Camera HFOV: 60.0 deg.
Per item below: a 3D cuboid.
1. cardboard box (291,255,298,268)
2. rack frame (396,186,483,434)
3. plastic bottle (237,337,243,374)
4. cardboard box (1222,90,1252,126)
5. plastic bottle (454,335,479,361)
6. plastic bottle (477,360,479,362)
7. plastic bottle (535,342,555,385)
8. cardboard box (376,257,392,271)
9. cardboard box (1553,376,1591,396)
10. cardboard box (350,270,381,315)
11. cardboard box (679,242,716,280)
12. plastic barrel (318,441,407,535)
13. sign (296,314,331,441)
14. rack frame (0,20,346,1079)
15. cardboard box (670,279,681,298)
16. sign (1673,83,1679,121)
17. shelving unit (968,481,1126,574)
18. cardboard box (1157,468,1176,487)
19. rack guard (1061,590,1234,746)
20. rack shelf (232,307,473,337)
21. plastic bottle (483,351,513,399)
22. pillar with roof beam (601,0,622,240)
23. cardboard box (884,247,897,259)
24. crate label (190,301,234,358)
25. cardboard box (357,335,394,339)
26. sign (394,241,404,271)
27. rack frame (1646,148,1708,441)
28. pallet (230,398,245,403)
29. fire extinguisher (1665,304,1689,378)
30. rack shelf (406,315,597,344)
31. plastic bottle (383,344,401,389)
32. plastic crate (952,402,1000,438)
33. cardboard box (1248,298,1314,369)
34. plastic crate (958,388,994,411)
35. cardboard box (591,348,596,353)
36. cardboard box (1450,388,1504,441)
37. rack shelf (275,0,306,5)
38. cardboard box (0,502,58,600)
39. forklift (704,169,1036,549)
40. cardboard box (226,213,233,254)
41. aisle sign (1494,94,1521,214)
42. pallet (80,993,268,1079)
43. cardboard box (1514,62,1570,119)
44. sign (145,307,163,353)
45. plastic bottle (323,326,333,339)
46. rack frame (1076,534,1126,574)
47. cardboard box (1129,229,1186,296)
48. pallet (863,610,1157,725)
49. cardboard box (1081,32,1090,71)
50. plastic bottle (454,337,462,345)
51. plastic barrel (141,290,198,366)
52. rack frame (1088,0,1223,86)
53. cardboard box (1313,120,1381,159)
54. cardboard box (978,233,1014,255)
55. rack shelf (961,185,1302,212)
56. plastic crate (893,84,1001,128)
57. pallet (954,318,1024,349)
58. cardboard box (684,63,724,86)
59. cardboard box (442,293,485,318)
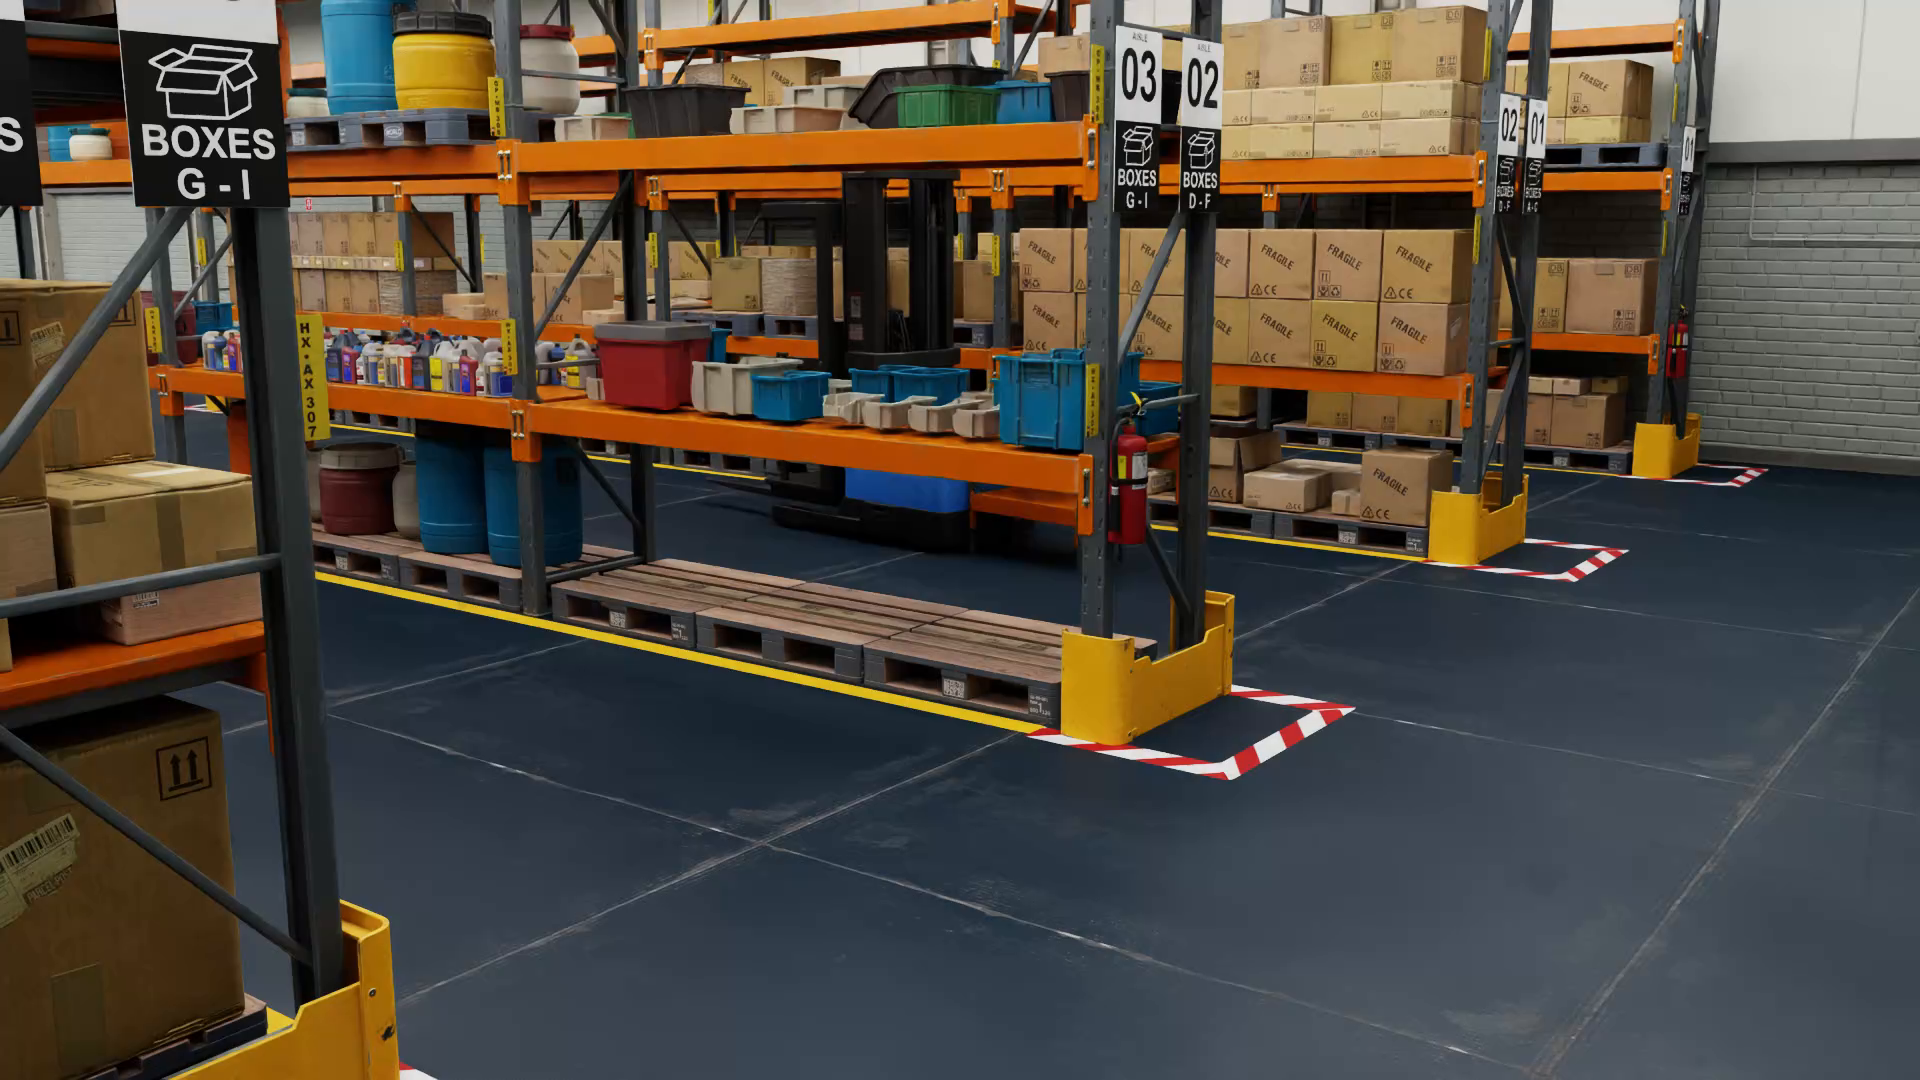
[{"bbox_3d":[-7.828,-3.334,19.895,0.250,0.149,0.380,8,13,35],"label":"cardboard box"},{"bbox_3d":[-5.832,-2.738,18.787,0.127,3.000,1.000,8,13,36],"label":"rack frame"},{"bbox_3d":[-5.012,-1.320,11.781,0.135,0.276,0.152,8,13,36],"label":"plastic bottle"},{"bbox_3d":[2.065,-3.221,12.461,0.500,0.250,0.500,8,13,36],"label":"cardboard box"},{"bbox_3d":[-3.168,-1.132,10.614,0.185,0.351,0.144,8,13,36],"label":"plastic bottle"},{"bbox_3d":[-3.063,-1.041,10.534,0.097,0.201,0.097,0,11,0],"label":"plastic bottle"},{"bbox_3d":[-2.761,-1.172,11.015,0.135,0.276,0.152,8,13,36],"label":"plastic bottle"},{"bbox_3d":[-6.376,-3.132,18.850,0.250,0.149,0.380,8,13,34],"label":"cardboard box"},{"bbox_3d":[5.935,-1.495,16.130,0.250,0.149,0.380,8,13,35],"label":"cardboard box"},{"bbox_3d":[-6.622,-2.895,19.332,0.500,0.500,0.700,8,13,35],"label":"cardboard box"},{"bbox_3d":[-3.467,-3.807,22.680,0.500,0.500,0.500,8,13,35],"label":"cardboard box"},{"bbox_3d":[-4.228,-0.374,11.807,0.708,0.588,0.600,8,13,36],"label":"plastic barrel"},{"bbox_3d":[-1.693,-0.421,4.322,0.005,0.325,0.100,8,13,36],"label":"sign"},{"bbox_3d":[-2.026,0.127,3.976,0.127,3.000,1.000,8,13,36],"label":"rack frame"},{"bbox_3d":[-3.860,-3.497,23.053,0.500,0.250,0.500,8,14,36],"label":"cardboard box"},{"bbox_3d":[6.437,-3.935,14.953,0.005,0.325,0.100,8,13,36],"label":"sign"},{"bbox_3d":[0.611,-0.425,11.763,1.048,1.125,0.538,10,15,43],"label":"shelving unit"},{"bbox_3d":[1.848,-0.630,13.809,0.500,0.311,0.500,8,13,36],"label":"cardboard box"},{"bbox_3d":[0.932,0.597,8.130,0.348,0.500,1.175,8,13,36],"label":"rack guard"},{"bbox_3d":[-7.444,-2.610,20.018,4.000,0.370,1.077,8,13,36],"label":"rack shelf"},{"bbox_3d":[-2.828,-1.015,10.205,0.135,0.276,0.152,8,13,36],"label":"plastic bottle"},{"bbox_3d":[-7.599,-6.287,21.335,0.400,9.000,9.100,8,13,36],"label":"pillar with roof beam"},{"bbox_3d":[-1.081,-3.501,21.305,0.500,0.500,0.700,8,13,36],"label":"cardboard box"},{"bbox_3d":[-6.183,-1.701,13.333,0.616,0.435,0.502,8,13,36],"label":"crate label"},{"bbox_3d":[-7.230,-2.231,20.324,0.500,0.500,0.500,8,13,36],"label":"cardboard box"},{"bbox_3d":[-6.159,-3.117,18.257,0.005,0.325,0.100,8,13,36],"label":"sign"},{"bbox_3d":[6.769,-2.148,15.736,0.127,3.000,1.000,8,13,36],"label":"rack frame"},{"bbox_3d":[-8.415,-1.740,20.965,1.213,0.211,1.003,8,13,36],"label":"pallet"},{"bbox_3d":[6.618,-1.839,15.326,0.183,0.674,0.296,8,13,36],"label":"fire extinguisher"},{"bbox_3d":[-4.220,-2.160,17.693,4.000,0.370,1.077,8,13,36],"label":"rack shelf"},{"bbox_3d":[-3.637,-1.128,10.789,0.135,0.276,0.152,8,13,36],"label":"plastic bottle"},{"bbox_3d":[0.141,-0.595,8.246,0.243,0.136,0.396,8,13,36],"label":"plastic crate"},{"bbox_3d":[2.499,-1.562,12.442,0.500,0.500,0.500,8,14,36],"label":"cardboard box"},{"bbox_3d":[0.145,-0.734,8.965,0.298,0.136,0.250,8,13,36],"label":"plastic crate"},{"bbox_3d":[-5.163,-2.687,24.443,0.500,0.311,0.500,9,14,40],"label":"cardboard box"},{"bbox_3d":[5.337,-1.303,16.843,0.500,0.500,0.700,7,13,34],"label":"cardboard box"},{"bbox_3d":[-3.931,-3.702,10.919,4.000,0.370,1.077,8,13,36],"label":"rack shelf"},{"bbox_3d":[-2.574,0.041,4.034,0.500,0.250,0.500,8,13,35],"label":"cardboard box"},{"bbox_3d":[-0.840,-1.587,13.018,3.031,2.935,1.130,10,15,43],"label":"forklift"},{"bbox_3d":[-8.644,-3.814,20.667,0.500,0.500,0.700,8,14,36],"label":"cardboard box"},{"bbox_3d":[3.714,-2.611,11.284,0.004,0.787,0.394,8,13,36],"label":"aisle sign"},{"bbox_3d":[-2.717,1.418,4.644,1.213,0.211,1.003,8,13,36],"label":"pallet"},{"bbox_3d":[5.621,-4.269,15.853,0.500,0.500,0.500,8,14,37],"label":"cardboard box"},{"bbox_3d":[-5.863,-1.526,12.090,0.005,0.325,0.100,8,13,36],"label":"sign"},{"bbox_3d":[-4.778,-1.467,12.524,0.133,0.283,0.061,8,13,36],"label":"plastic bottle"},{"bbox_3d":[0.979,-0.358,11.418,0.032,1.125,0.500,10,15,43],"label":"rack frame"},{"bbox_3d":[1.660,-2.167,12.938,0.500,0.500,0.500,7,13,34],"label":"cardboard box"},{"bbox_3d":[0.264,0.639,8.671,1.213,0.211,1.003,8,13,36],"label":"pallet"},{"bbox_3d":[1.350,-3.725,13.093,0.500,0.500,0.700,8,13,36],"label":"cardboard box"},{"bbox_3d":[-3.477,-1.276,11.565,0.097,0.271,0.097,0,11,0],"label":"plastic bottle"},{"bbox_3d":[-6.096,-1.603,12.562,0.708,0.536,0.600,8,13,36],"label":"plastic barrel"},{"bbox_3d":[0.905,-3.577,7.326,0.127,3.000,1.000,8,13,36],"label":"rack frame"},{"bbox_3d":[2.874,-2.864,11.932,0.500,0.250,0.500,8,13,36],"label":"cardboard box"},{"bbox_3d":[0.558,-3.527,19.789,0.500,0.250,0.500,8,14,37],"label":"cardboard box"},{"bbox_3d":[1.933,-3.942,19.006,4.000,0.370,1.077,8,13,36],"label":"rack shelf"},{"bbox_3d":[-0.059,-2.067,7.978,0.336,0.188,0.450,8,13,36],"label":"plastic crate"},{"bbox_3d":[0.037,-1.851,14.707,1.213,0.211,1.003,8,13,36],"label":"pallet"},{"bbox_3d":[-2.260,-4.251,15.815,0.500,0.500,0.500,8,13,36],"label":"cardboard box"},{"bbox_3d":[-5.409,-2.616,18.550,0.500,0.250,0.500,9,14,39],"label":"cardboard box"}]
